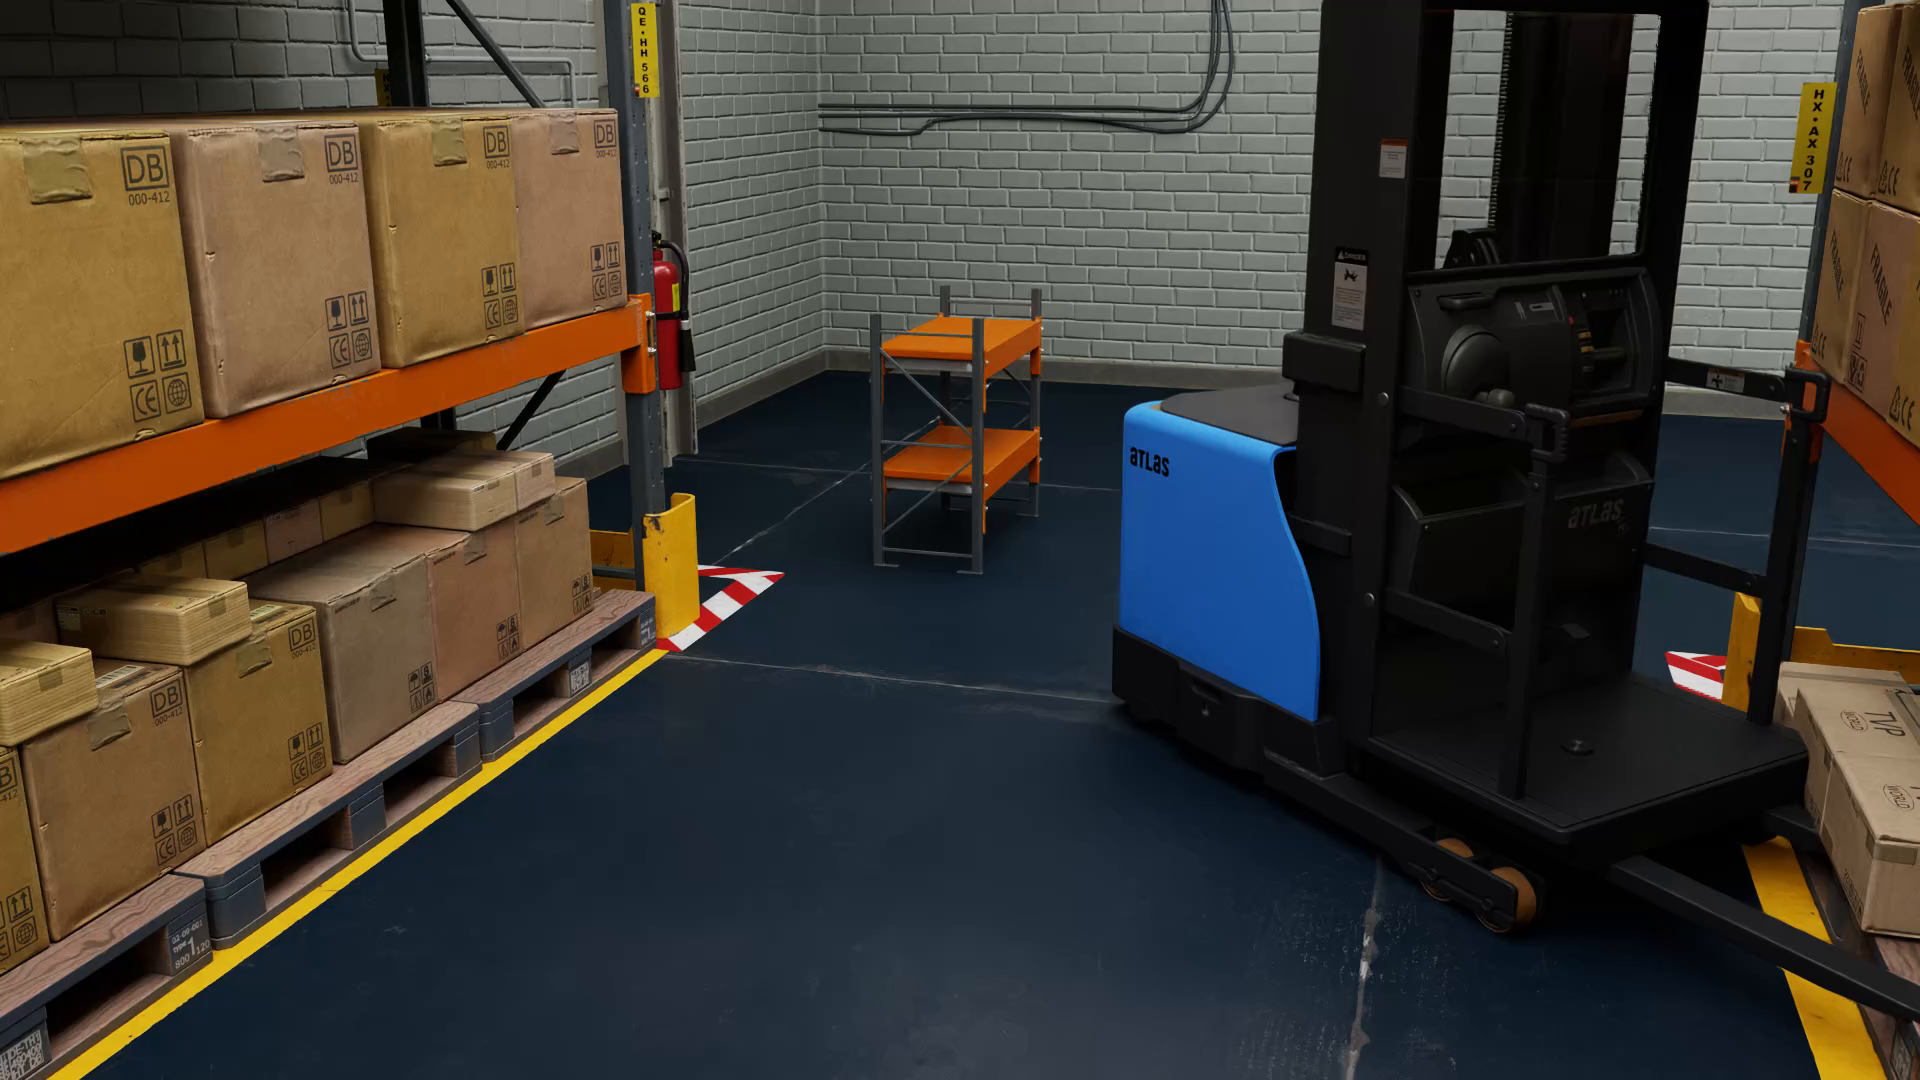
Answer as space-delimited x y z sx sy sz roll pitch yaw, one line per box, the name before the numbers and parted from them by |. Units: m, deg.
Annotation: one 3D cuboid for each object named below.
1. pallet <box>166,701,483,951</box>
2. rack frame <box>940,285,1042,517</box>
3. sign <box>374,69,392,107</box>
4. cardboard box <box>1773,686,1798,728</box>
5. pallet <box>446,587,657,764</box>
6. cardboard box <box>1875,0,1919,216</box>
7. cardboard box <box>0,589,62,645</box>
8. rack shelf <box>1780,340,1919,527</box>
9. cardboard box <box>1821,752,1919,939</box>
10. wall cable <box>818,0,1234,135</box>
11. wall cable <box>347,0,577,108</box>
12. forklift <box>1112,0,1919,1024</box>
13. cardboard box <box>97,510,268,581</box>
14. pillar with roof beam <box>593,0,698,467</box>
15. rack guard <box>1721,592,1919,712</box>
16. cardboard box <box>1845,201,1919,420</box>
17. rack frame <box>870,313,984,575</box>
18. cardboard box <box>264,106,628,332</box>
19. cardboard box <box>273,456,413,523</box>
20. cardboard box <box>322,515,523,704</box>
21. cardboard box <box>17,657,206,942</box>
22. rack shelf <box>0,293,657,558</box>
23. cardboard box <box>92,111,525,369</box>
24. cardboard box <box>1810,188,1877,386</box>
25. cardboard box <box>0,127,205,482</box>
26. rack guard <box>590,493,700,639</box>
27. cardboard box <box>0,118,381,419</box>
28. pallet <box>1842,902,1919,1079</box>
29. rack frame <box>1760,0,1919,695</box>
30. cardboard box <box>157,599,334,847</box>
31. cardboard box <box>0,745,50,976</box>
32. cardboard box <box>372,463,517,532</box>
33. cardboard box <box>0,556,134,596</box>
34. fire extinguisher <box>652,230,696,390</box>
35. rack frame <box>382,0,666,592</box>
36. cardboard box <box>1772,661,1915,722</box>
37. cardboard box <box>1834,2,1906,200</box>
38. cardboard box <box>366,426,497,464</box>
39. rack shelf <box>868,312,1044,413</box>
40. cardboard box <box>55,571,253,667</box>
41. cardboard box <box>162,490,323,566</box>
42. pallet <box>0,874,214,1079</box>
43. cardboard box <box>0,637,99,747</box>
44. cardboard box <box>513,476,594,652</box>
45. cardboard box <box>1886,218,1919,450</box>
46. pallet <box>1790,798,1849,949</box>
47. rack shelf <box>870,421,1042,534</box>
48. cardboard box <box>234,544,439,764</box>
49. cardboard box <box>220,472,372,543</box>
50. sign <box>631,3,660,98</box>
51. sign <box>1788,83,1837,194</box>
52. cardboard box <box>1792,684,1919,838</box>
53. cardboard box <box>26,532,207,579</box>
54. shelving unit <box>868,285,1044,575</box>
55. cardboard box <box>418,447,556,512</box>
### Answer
pallet | -2.154 0.738 4.840 1.003 0.211 1.213 5 16 16
rack frame | 0.146 -0.676 8.151 0.500 1.125 0.032 5 16 16
sign | -2.183 -1.636 6.369 0.100 0.325 0.005 5 16 16
cardboard box | 2.578 0.546 4.793 0.380 0.166 0.250 5 16 16
pallet | -1.805 0.420 5.962 1.003 0.211 1.213 5 16 16
cardboard box | 2.577 -1.050 4.018 0.500 0.500 0.500 5 17 16
cardboard box | -2.488 0.226 4.158 0.380 0.149 0.250 4 16 14
rack shelf | 2.529 0.116 3.243 1.077 0.370 4.000 5 16 16
cardboard box | 2.387 0.739 3.958 0.500 0.250 0.500 5 16 16
wall cable | 0.297 -3.981 11.065 3.097 2.526 0.112 5 16 16
wall cable | -2.196 -2.034 7.641 0.084 1.984 1.851 5 16 16
forklift | 1.692 -0.543 4.373 1.130 2.935 3.031 -9 18 -29
cardboard box | -2.271 0.026 4.863 0.380 0.149 0.250 5 17 16
pillar with roof beam | 2.413 -4.463 7.072 9.100 9.000 0.400 5 16 16
rack guard | 3.076 0.469 5.260 1.175 0.500 0.348 5 16 16
cardboard box | 2.577 -0.571 4.161 0.500 0.500 0.500 4 16 15
rack frame | -0.143 -0.410 7.213 0.500 1.125 0.032 5 16 16
cardboard box | -1.788 -1.147 5.826 0.980 0.700 0.700 5 17 18
cardboard box | -2.055 -0.173 5.565 0.380 0.149 0.250 5 16 16
cardboard box | -1.898 0.186 5.489 0.700 0.500 0.500 5 16 16
cardboard box | -2.333 0.591 4.059 0.700 0.500 0.500 4 16 15
rack shelf | -2.221 -0.267 4.594 1.077 0.370 4.000 5 16 16
cardboard box | -1.984 -0.956 5.152 0.980 0.700 0.700 4 16 15
cardboard box | 2.719 -0.706 4.638 0.500 0.500 0.500 5 17 17
cardboard box | -2.407 -0.566 3.777 0.980 0.700 0.700 4 16 14
rack guard | -1.646 0.059 6.703 1.175 0.500 0.348 5 16 16
cardboard box | -2.210 -0.757 4.451 0.980 0.700 0.700 4 16 13
pallet | 2.502 1.135 3.442 1.003 0.211 1.213 5 16 16
rack frame | 3.098 -0.754 4.989 1.000 3.000 0.127 5 16 16
cardboard box | -2.185 0.457 4.532 0.700 0.500 0.500 5 17 17
cardboard box | -2.479 0.723 3.596 0.700 0.500 0.500 5 17 17
cardboard box | -1.690 -0.143 5.458 0.380 0.149 0.250 5 17 17
cardboard box | -2.416 0.160 4.391 0.380 0.149 0.250 5 17 16
fire extinguisher | -1.168 -0.924 6.415 0.296 0.674 0.183 5 16 16
rack frame | -1.653 -1.137 6.340 1.000 3.000 0.127 5 16 16
cardboard box | 2.649 0.489 5.026 0.380 0.149 0.250 5 16 16
cardboard box | 2.719 -1.187 4.502 0.500 0.500 0.500 5 17 18
cardboard box | -1.912 -0.306 6.032 0.380 0.149 0.250 5 17 16
rack shelf | 0.002 -0.825 7.602 0.538 0.278 1.000 5 16 16
cardboard box | -2.058 0.198 4.255 0.380 0.149 0.250 4 16 14
cardboard box | -2.198 -0.041 5.099 0.380 0.149 0.250 5 17 17
pallet | -2.498 1.058 3.711 1.003 0.211 1.213 5 16 16
cardboard box | -2.206 0.335 3.774 0.380 0.149 0.250 5 17 18
cardboard box | -1.756 0.055 5.951 0.700 0.500 0.500 5 16 16
cardboard box | 2.432 -0.440 3.699 0.500 0.500 0.500 5 16 16
pallet | 2.850 0.817 4.564 1.003 0.211 1.213 5 16 16
rack shelf | 0.002 -0.308 7.749 0.538 0.278 1.000 5 16 16
cardboard box | -2.040 0.317 5.025 0.700 0.500 0.500 4 16 14
cardboard box | -2.127 -0.108 5.334 0.380 0.149 0.250 5 17 16
sign | -1.137 -1.762 5.989 0.100 0.325 0.005 5 16 16
sign | 2.577 -1.212 5.019 0.100 0.325 0.005 5 16 16
cardboard box | 2.529 0.609 4.419 0.500 0.250 0.500 5 16 16
cardboard box | -2.343 0.092 4.629 0.380 0.149 0.250 4 16 15
shelving unit | 0.002 -0.543 7.682 0.538 1.125 1.048 5 16 16
cardboard box | -1.618 -0.210 5.694 0.380 0.149 0.250 4 16 15
